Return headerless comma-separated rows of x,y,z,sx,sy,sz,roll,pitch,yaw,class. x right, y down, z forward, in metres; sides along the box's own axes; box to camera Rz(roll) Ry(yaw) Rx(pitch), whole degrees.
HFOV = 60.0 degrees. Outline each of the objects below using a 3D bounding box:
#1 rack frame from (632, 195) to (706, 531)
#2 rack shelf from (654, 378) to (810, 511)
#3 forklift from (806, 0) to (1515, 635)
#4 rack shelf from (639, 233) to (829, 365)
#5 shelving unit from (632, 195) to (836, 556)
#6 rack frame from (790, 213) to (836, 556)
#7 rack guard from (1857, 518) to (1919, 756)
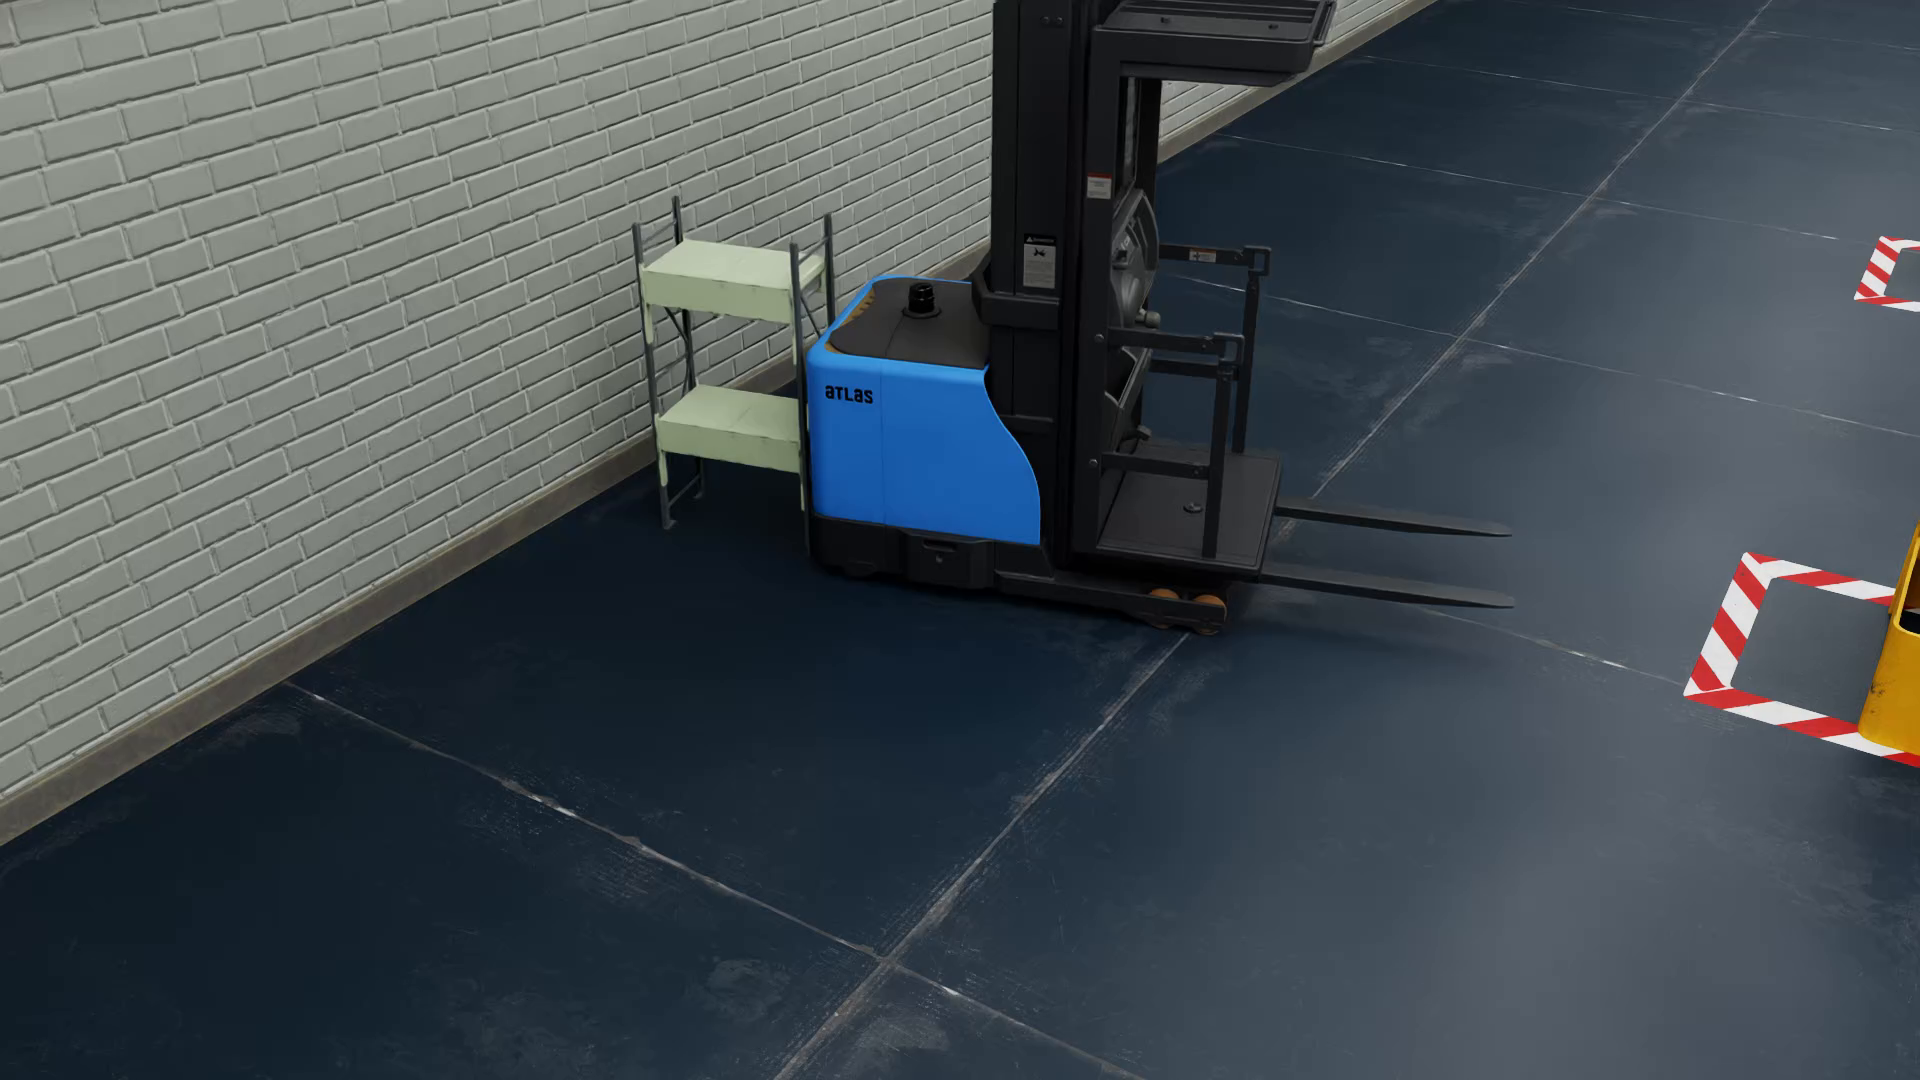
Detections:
-1.323,-0.789,7.614,0.023,1.500,0.400,10,32,16,rack frame
-0.976,-0.448,7.676,0.720,0.370,0.431,10,32,16,rack shelf
0.909,-1.162,6.833,3.031,2.935,1.130,8,31,13,forklift
-0.976,-1.067,7.315,0.720,0.370,0.431,10,32,16,rack shelf
-0.976,-0.730,7.512,0.755,1.500,0.431,10,32,16,shelving unit
-0.630,-0.670,7.410,0.023,1.500,0.400,10,32,16,rack frame
3.925,0.344,6.664,0.348,0.500,1.175,18,35,27,rack guard
